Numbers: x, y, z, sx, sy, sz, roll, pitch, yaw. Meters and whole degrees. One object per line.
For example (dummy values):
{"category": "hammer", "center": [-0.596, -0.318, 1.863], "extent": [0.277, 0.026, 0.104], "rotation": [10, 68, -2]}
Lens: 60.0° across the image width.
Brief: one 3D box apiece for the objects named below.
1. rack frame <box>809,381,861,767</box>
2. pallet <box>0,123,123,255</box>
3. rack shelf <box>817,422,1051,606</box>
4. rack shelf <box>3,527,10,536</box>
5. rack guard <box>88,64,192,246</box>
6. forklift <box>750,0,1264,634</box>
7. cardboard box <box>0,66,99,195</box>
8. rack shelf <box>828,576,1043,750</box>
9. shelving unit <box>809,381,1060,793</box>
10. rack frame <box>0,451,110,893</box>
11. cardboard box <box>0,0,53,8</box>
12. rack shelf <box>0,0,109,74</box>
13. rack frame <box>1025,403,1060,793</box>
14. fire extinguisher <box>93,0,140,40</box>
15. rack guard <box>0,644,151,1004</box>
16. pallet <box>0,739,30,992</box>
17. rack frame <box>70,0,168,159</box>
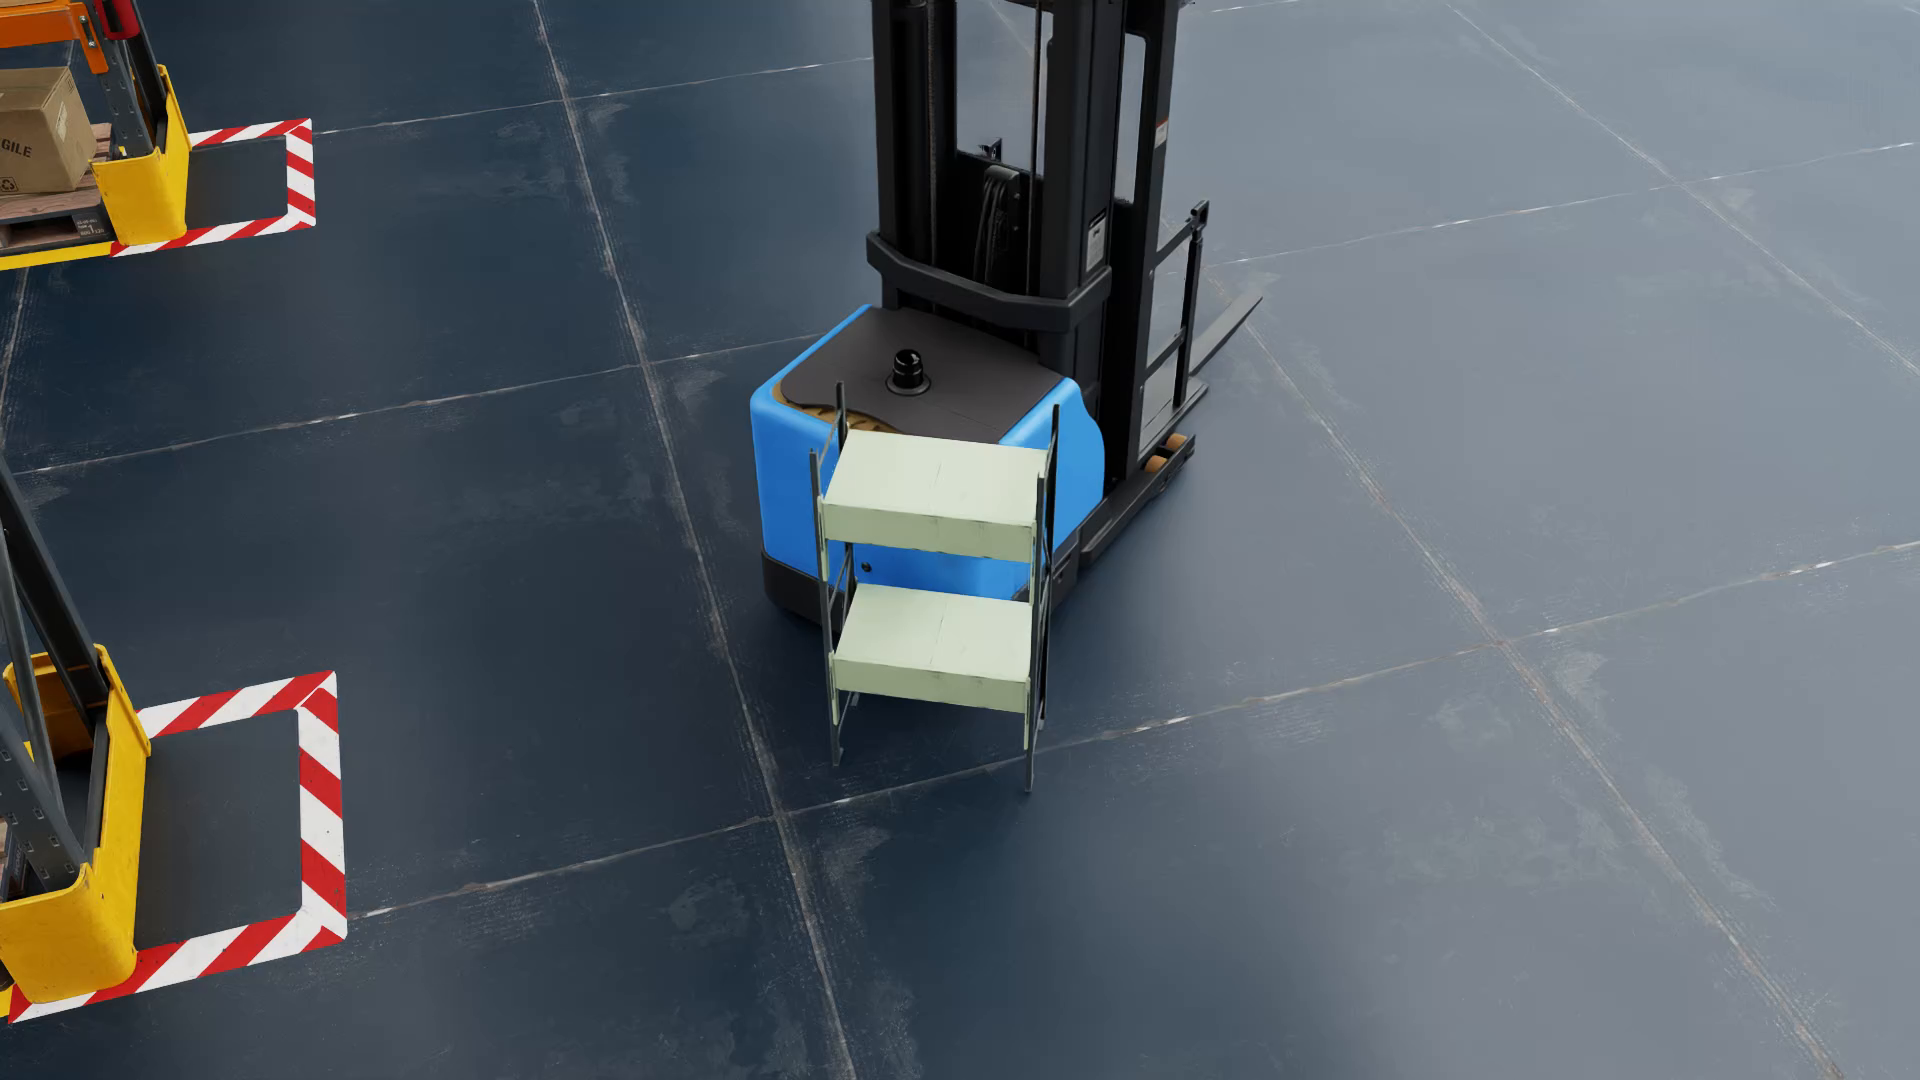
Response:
{"category": "rack frame", "center": [-0.436, 0.161, 5.926], "extent": [0.023, 1.500, 0.400], "rotation": [7, 42, 7]}
{"category": "pallet", "center": [-5.387, -1.935, 9.304], "extent": [1.213, 0.211, 1.003], "rotation": [-12, 42, -13]}
{"category": "rack shelf", "center": [-0.075, -0.092, 5.622], "extent": [0.720, 0.370, 0.431], "rotation": [7, 42, 7]}
{"category": "rack shelf", "center": [-4.949, 0.636, 4.789], "extent": [4.000, 0.370, 1.077], "rotation": [-12, 42, -13]}
{"category": "rack guard", "center": [-4.602, -2.182, 9.367], "extent": [0.348, 0.500, 1.175], "rotation": [-12, 42, -13]}
{"category": "forklift", "center": [0.418, -1.474, 6.710], "extent": [1.130, 2.935, 3.031], "rotation": [23, 46, 24]}
{"category": "cardboard box", "center": [-5.130, -2.242, 9.117], "extent": [0.500, 0.500, 0.500], "rotation": [-4, 41, -5]}
{"category": "rack shelf", "center": [-0.075, 0.447, 6.094], "extent": [0.720, 0.370, 0.431], "rotation": [7, 42, 7]}
{"category": "shelving unit", "center": [-0.075, 0.202, 5.879], "extent": [0.755, 1.500, 0.431], "rotation": [7, 42, 7]}
{"category": "rack frame", "center": [-3.042, -0.030, 5.004], "extent": [0.127, 3.000, 1.000], "rotation": [-12, 42, -13]}
{"category": "cardboard box", "center": [-4.739, -2.858, 8.432], "extent": [0.250, 0.149, 0.380], "rotation": [-12, 42, -13]}
{"category": "rack shelf", "center": [-6.437, -2.472, 8.346], "extent": [4.000, 0.370, 1.077], "rotation": [-12, 42, -13]}
{"category": "rack frame", "center": [0.286, 0.243, 5.832], "extent": [0.023, 1.500, 0.400], "rotation": [7, 42, 7]}
{"category": "fire extinguisher", "center": [-4.282, -2.842, 8.282], "extent": [0.183, 0.674, 0.296], "rotation": [-12, 42, -13]}
{"category": "rack guard", "center": [-3.100, 0.956, 5.776], "extent": [0.348, 0.500, 1.175], "rotation": [-12, 42, -13]}
{"category": "pallet", "center": [-3.877, 1.222, 5.691], "extent": [1.213, 0.211, 1.003], "rotation": [-12, 42, -13]}
{"category": "rack frame", "center": [-4.529, -3.138, 8.562], "extent": [0.127, 3.000, 1.000], "rotation": [-12, 42, -13]}
